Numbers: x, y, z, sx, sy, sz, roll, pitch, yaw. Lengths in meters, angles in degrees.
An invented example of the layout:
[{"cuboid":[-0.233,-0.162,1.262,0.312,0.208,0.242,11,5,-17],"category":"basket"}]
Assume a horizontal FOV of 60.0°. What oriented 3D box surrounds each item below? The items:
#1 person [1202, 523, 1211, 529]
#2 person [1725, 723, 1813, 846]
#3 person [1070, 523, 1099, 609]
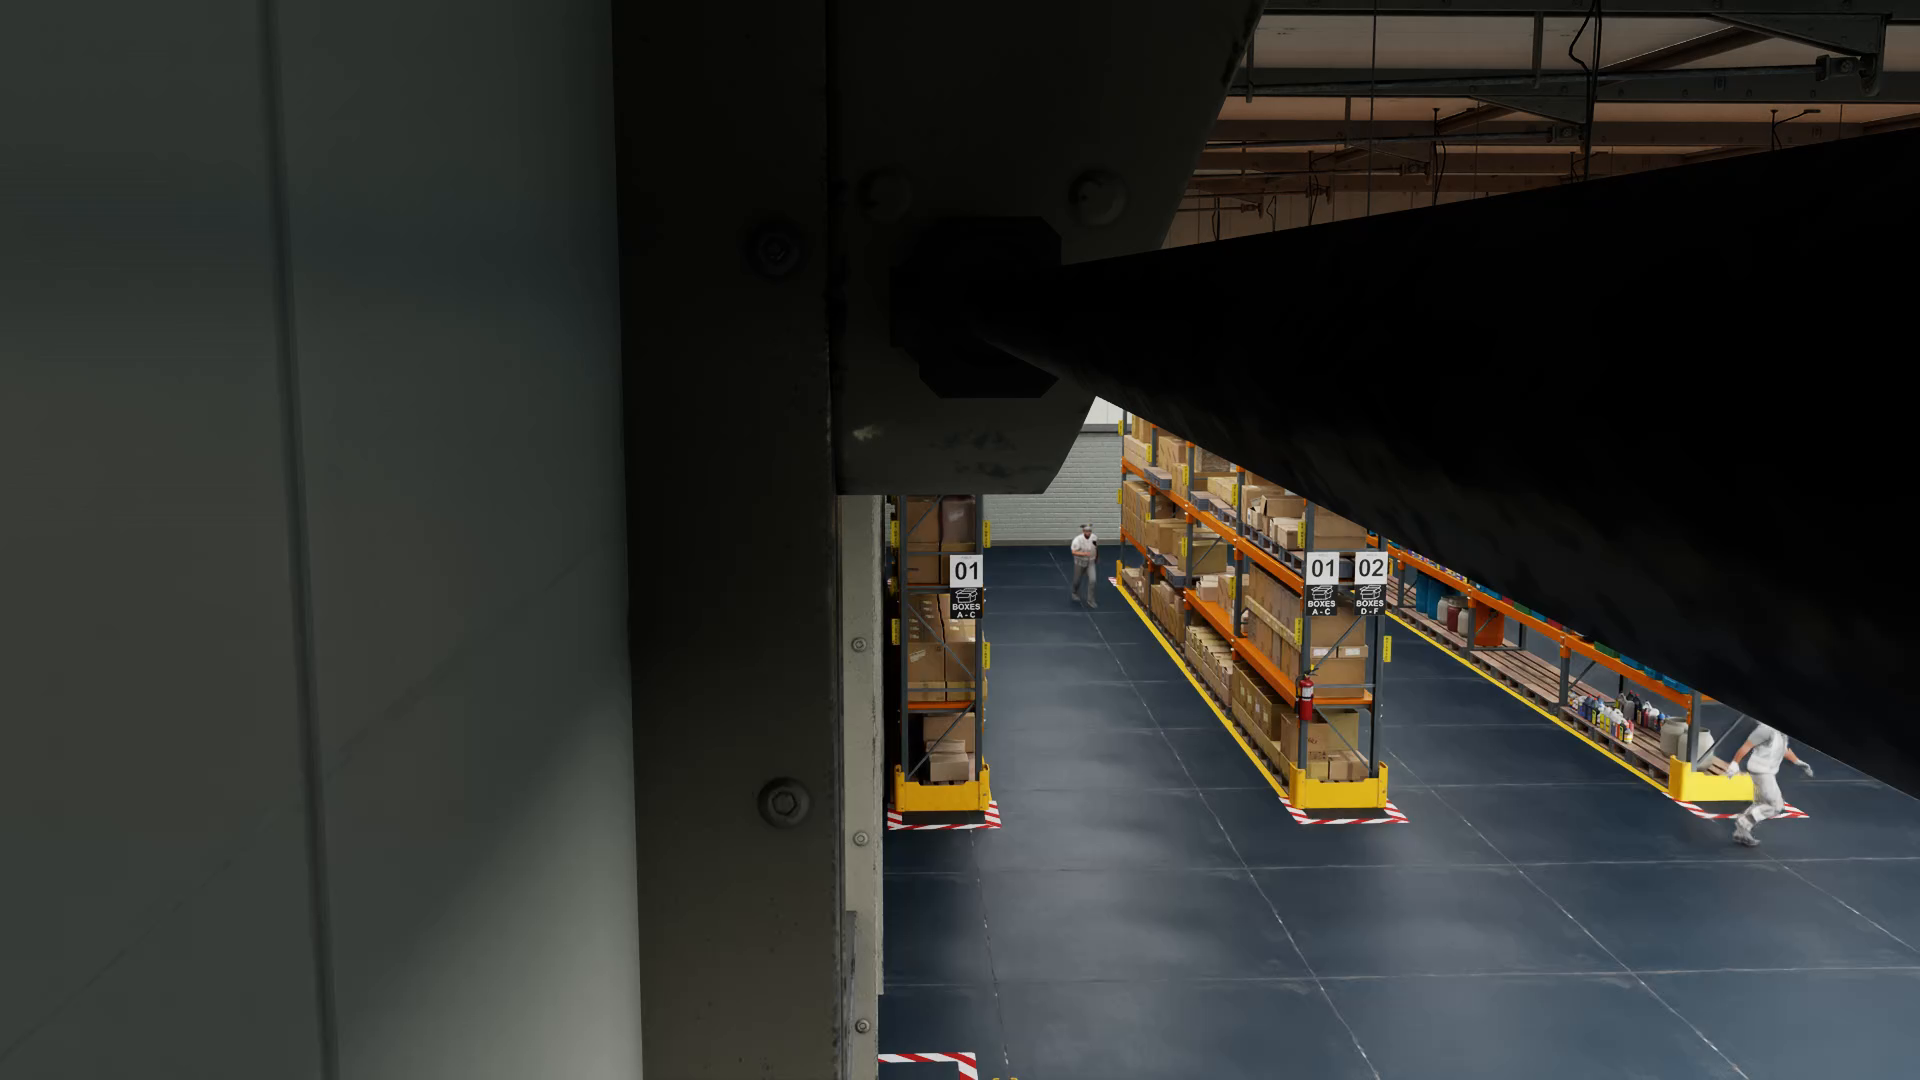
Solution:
[{"cuboid":[5.435,0.115,37.078,0.810,1.575,0.561,6,10,34],"category":"person"},{"cuboid":[9.275,2.673,19.039,0.809,1.740,0.655,7,11,39],"category":"person"},{"cuboid":[2.537,0.493,33.882,0.673,1.754,1.002,-2,9,-16],"category":"person"}]
